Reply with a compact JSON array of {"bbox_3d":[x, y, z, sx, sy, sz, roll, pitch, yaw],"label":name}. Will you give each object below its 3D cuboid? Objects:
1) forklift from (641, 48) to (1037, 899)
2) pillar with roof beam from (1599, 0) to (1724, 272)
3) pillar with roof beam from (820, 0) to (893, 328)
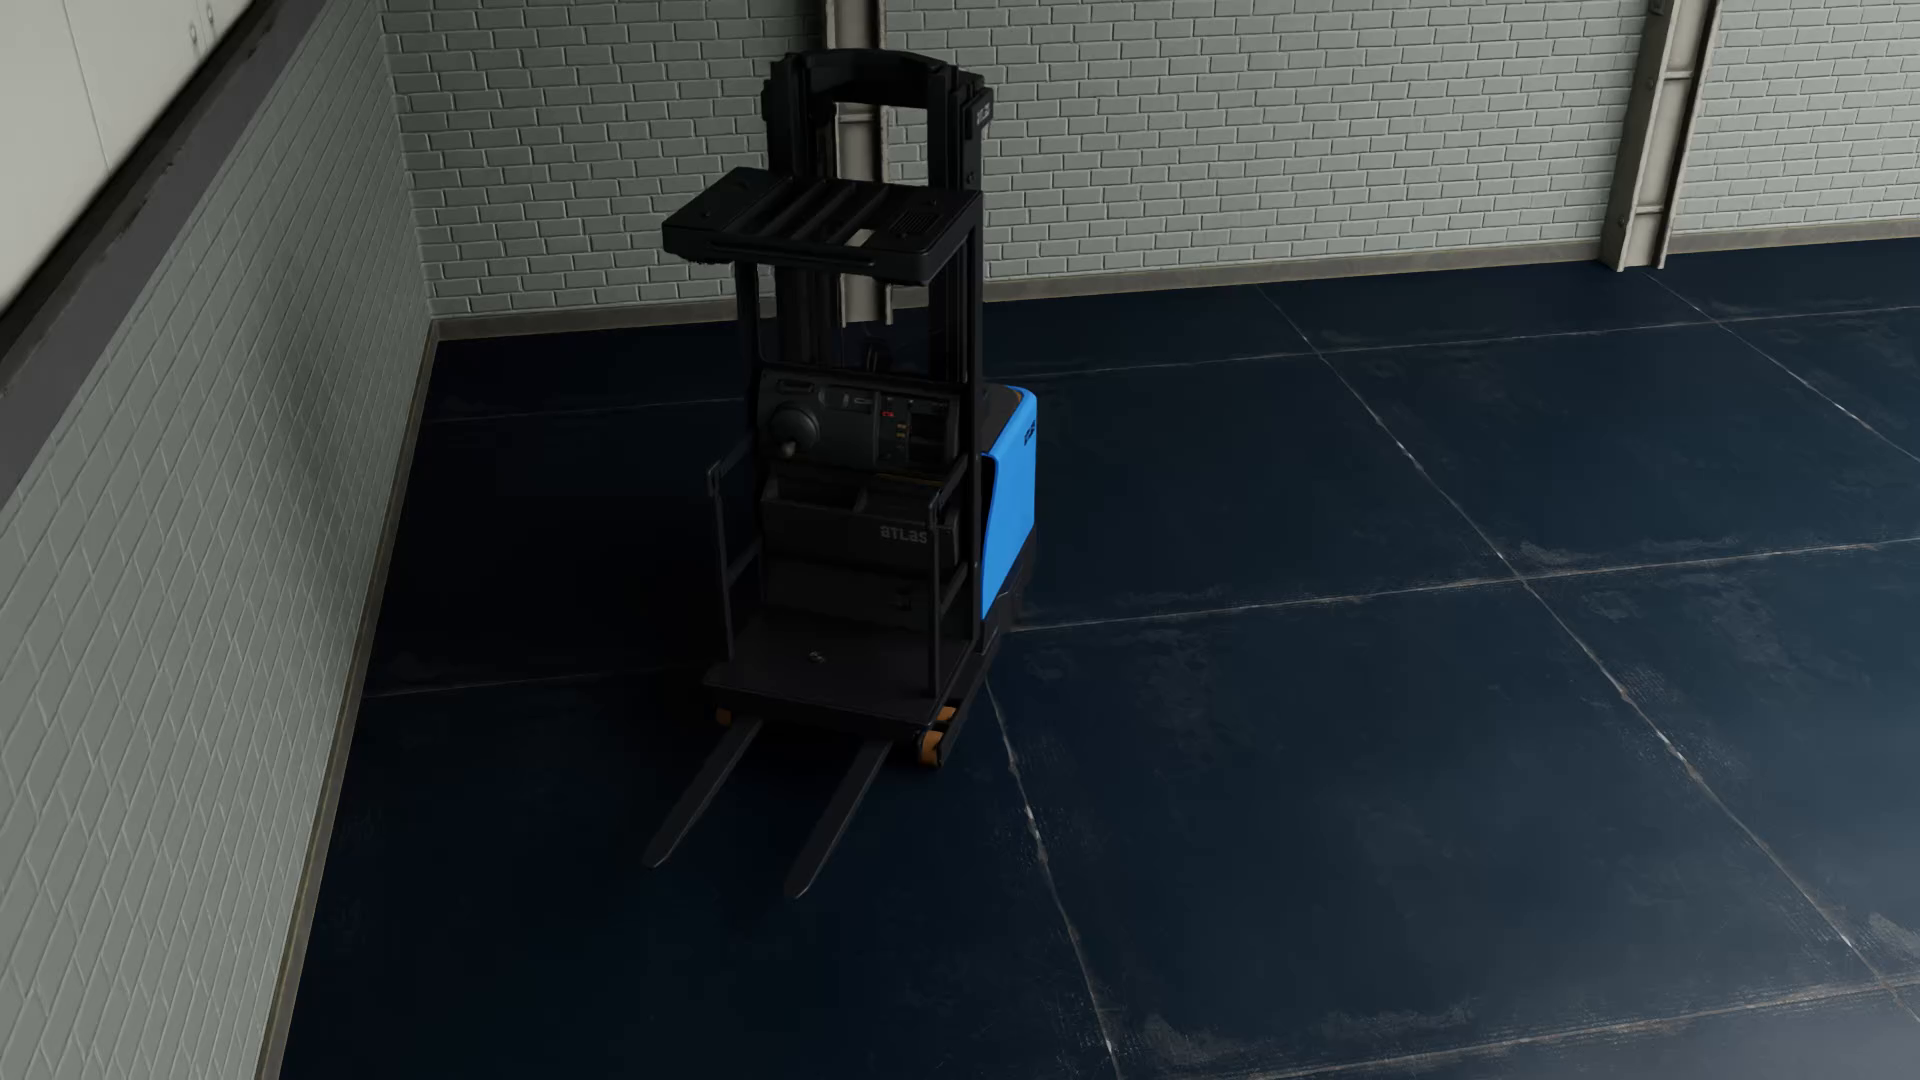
[{"bbox_3d":[-0.511,-0.465,7.150,1.130,2.935,3.031,9,32,15],"label":"forklift"},{"bbox_3d":[5.976,-3.883,6.976,0.400,9.000,9.100,-5,31,-9],"label":"pillar with roof beam"},{"bbox_3d":[0.075,-3.336,6.045,0.400,9.000,9.100,-5,31,-9],"label":"pillar with roof beam"}]
